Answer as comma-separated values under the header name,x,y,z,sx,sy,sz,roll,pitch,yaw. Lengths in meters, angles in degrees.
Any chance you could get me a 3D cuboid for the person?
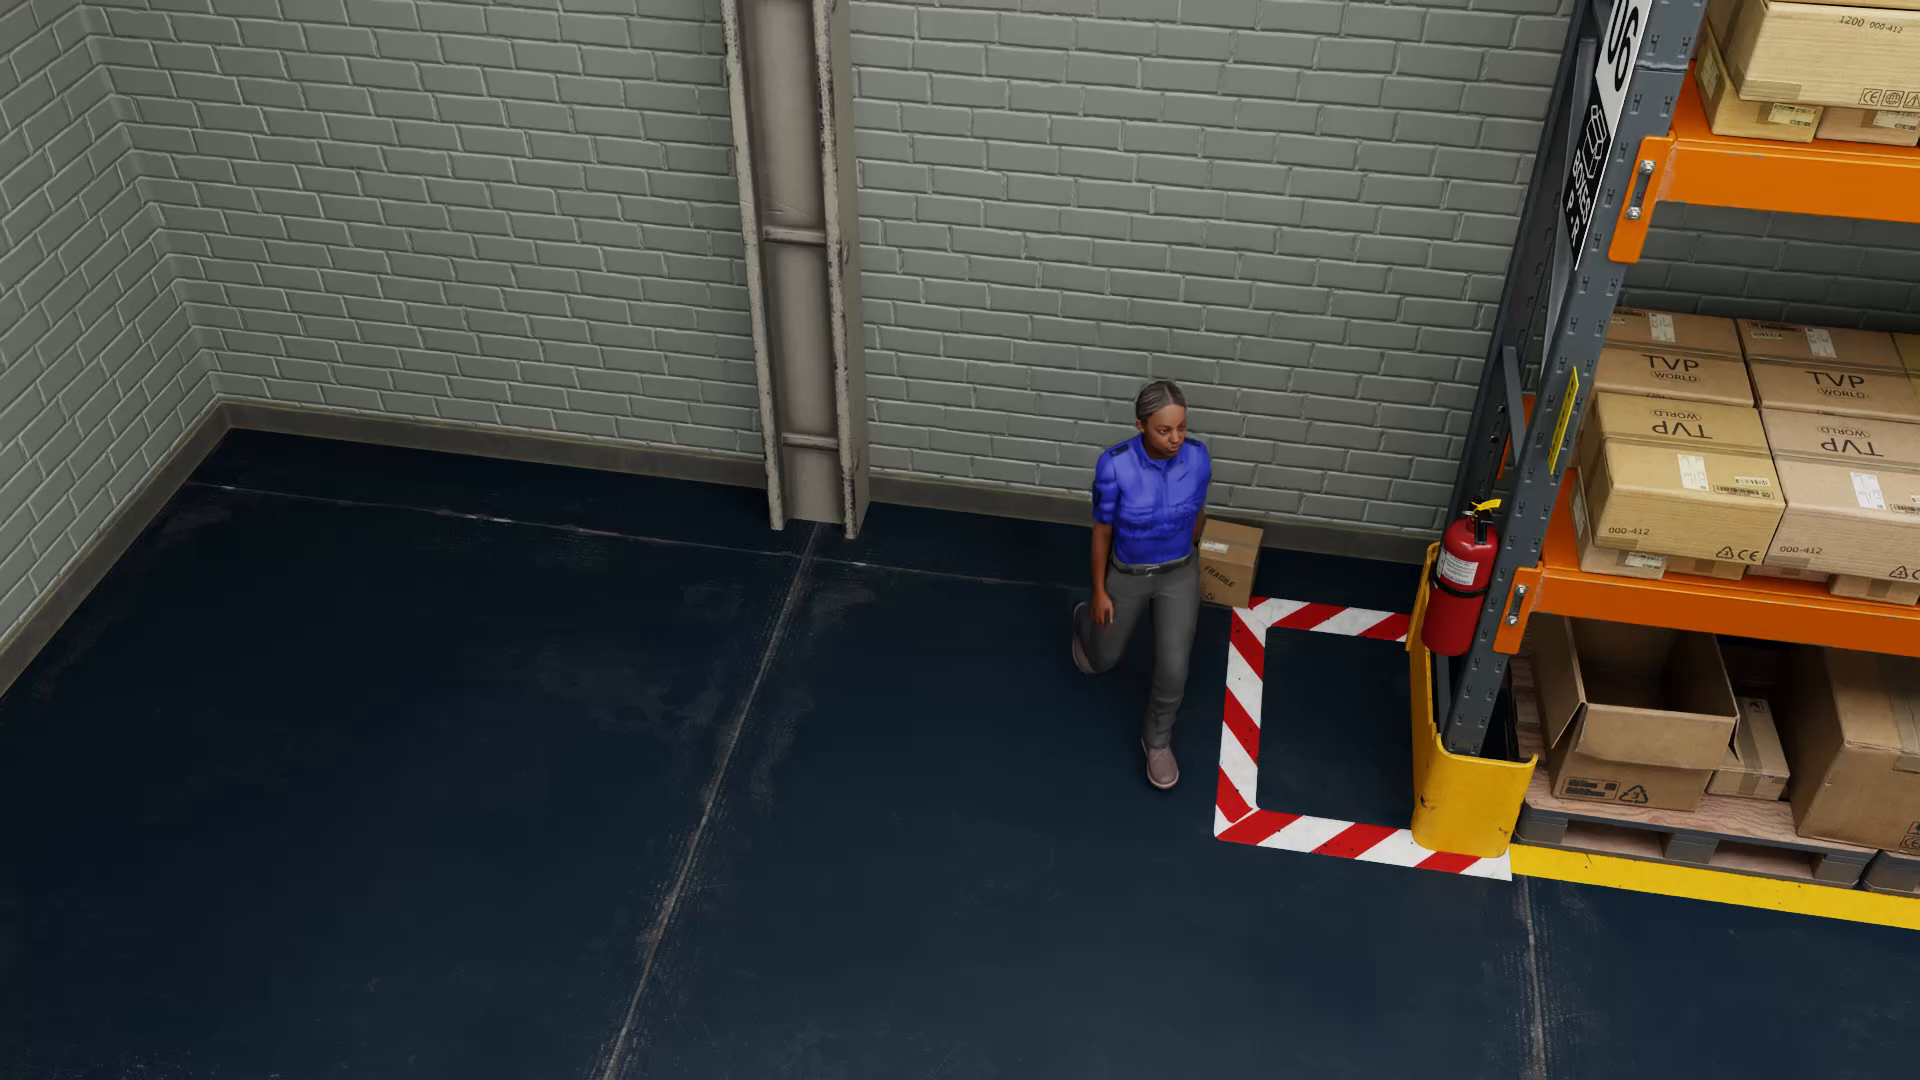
name,x,y,z,sx,sy,sz,roll,pitch,yaw
person,0.665,0.090,6.042,0.431,1.626,0.785,-5,41,-6
